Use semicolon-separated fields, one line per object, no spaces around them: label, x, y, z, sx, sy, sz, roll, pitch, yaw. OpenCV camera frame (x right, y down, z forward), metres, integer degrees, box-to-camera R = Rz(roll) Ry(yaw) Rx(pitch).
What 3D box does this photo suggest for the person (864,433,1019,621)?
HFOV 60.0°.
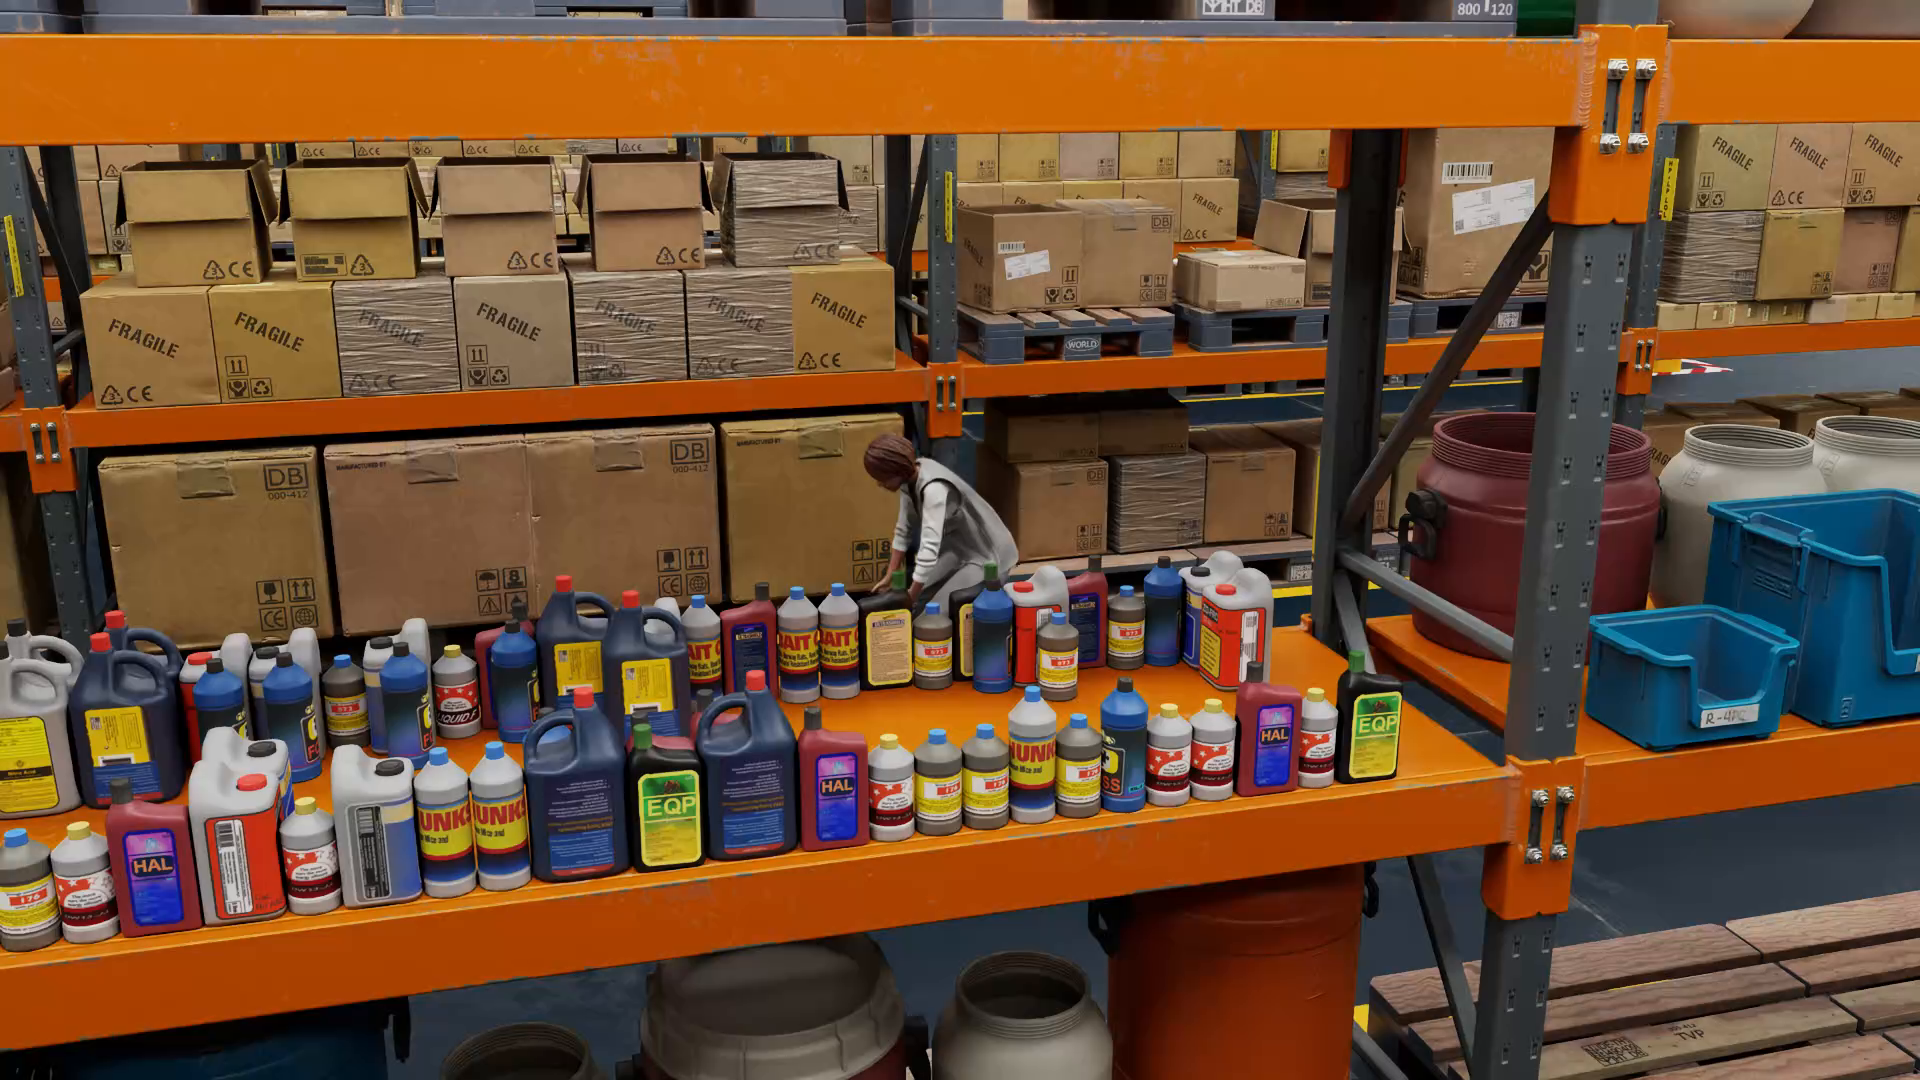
person;-0.075;0.141;7.237;0.688;1.228;0.462;-5;17;-15
